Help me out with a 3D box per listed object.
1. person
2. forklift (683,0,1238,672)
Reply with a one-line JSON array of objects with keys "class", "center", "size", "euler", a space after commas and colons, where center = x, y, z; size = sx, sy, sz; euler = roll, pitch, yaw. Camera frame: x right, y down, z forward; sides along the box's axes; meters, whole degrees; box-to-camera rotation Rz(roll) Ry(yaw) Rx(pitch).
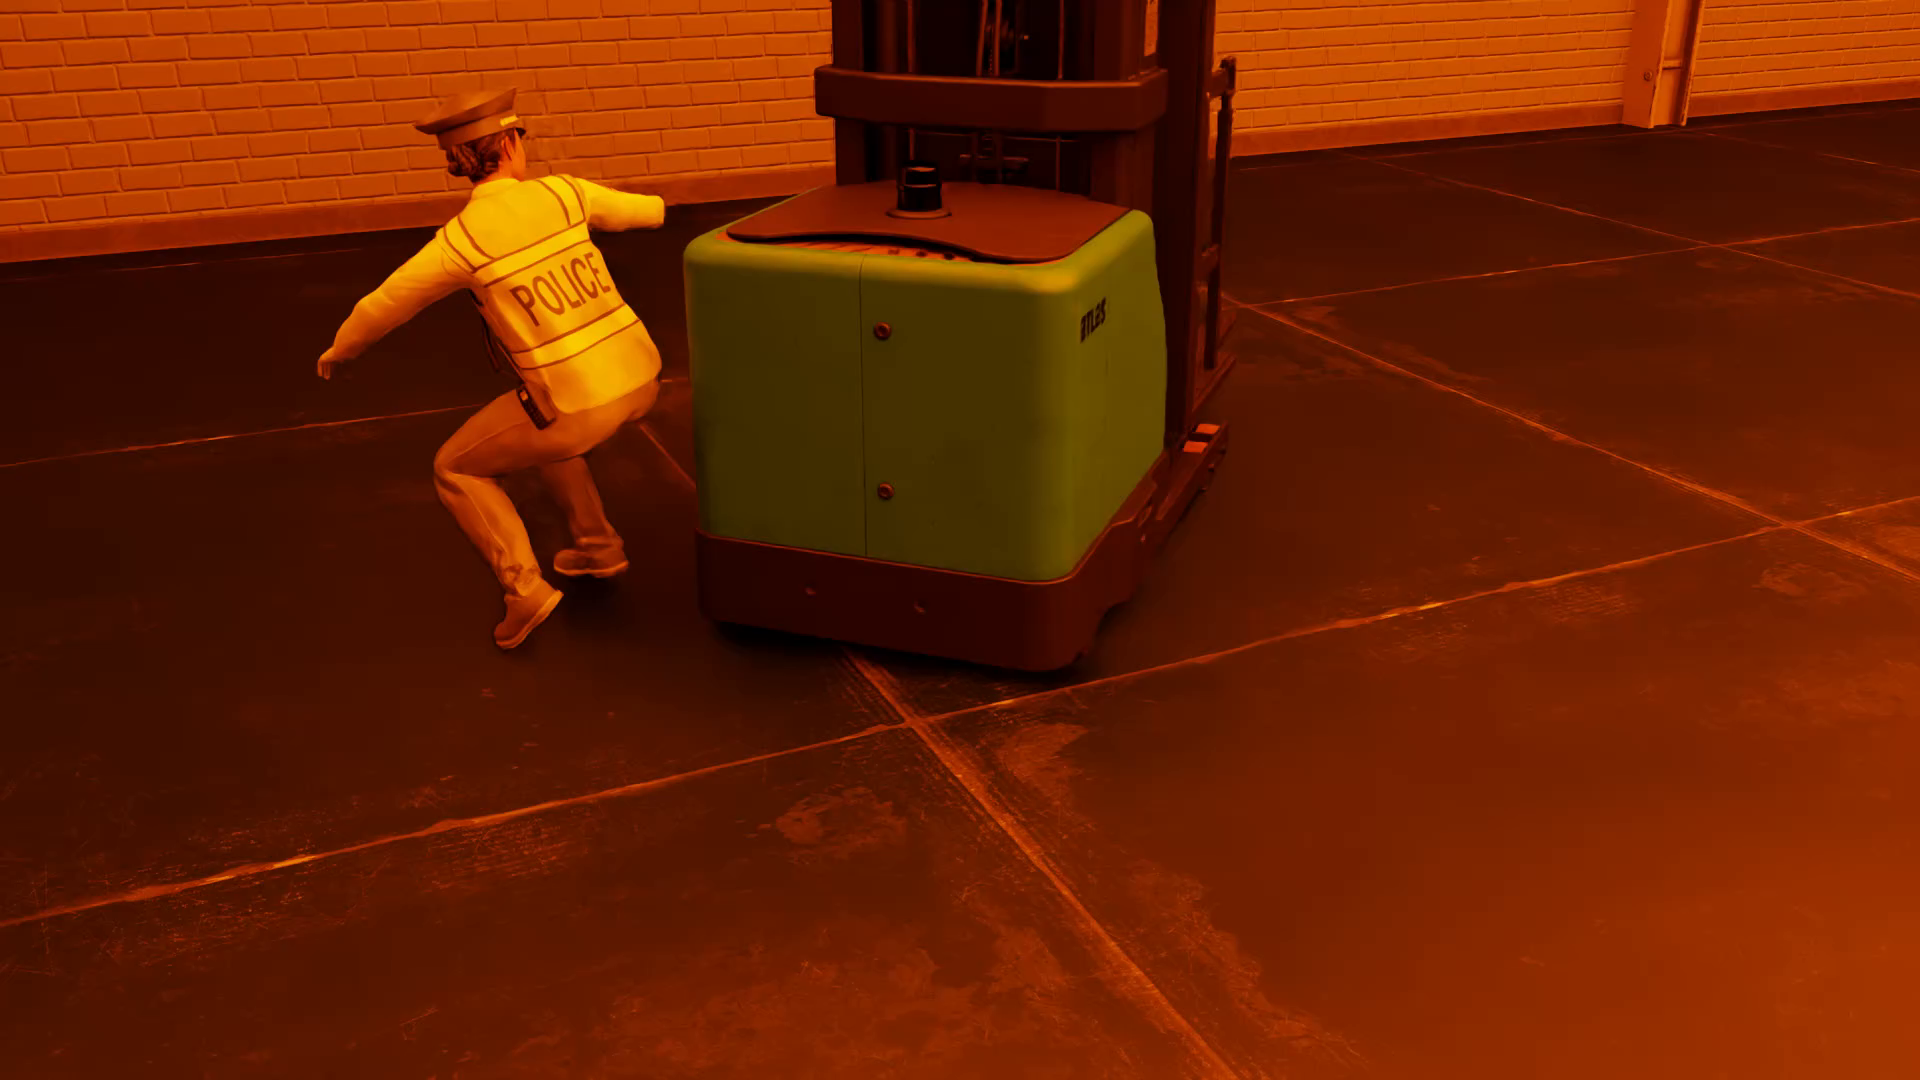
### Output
[{"class": "person", "center": [-1.168, -0.476, 4.389], "size": [0.871, 1.414, 0.740], "euler": [16, 27, 33]}, {"class": "forklift", "center": [0.280, -1.562, 5.047], "size": [1.130, 2.935, 3.031], "euler": [8, 24, 18]}]
